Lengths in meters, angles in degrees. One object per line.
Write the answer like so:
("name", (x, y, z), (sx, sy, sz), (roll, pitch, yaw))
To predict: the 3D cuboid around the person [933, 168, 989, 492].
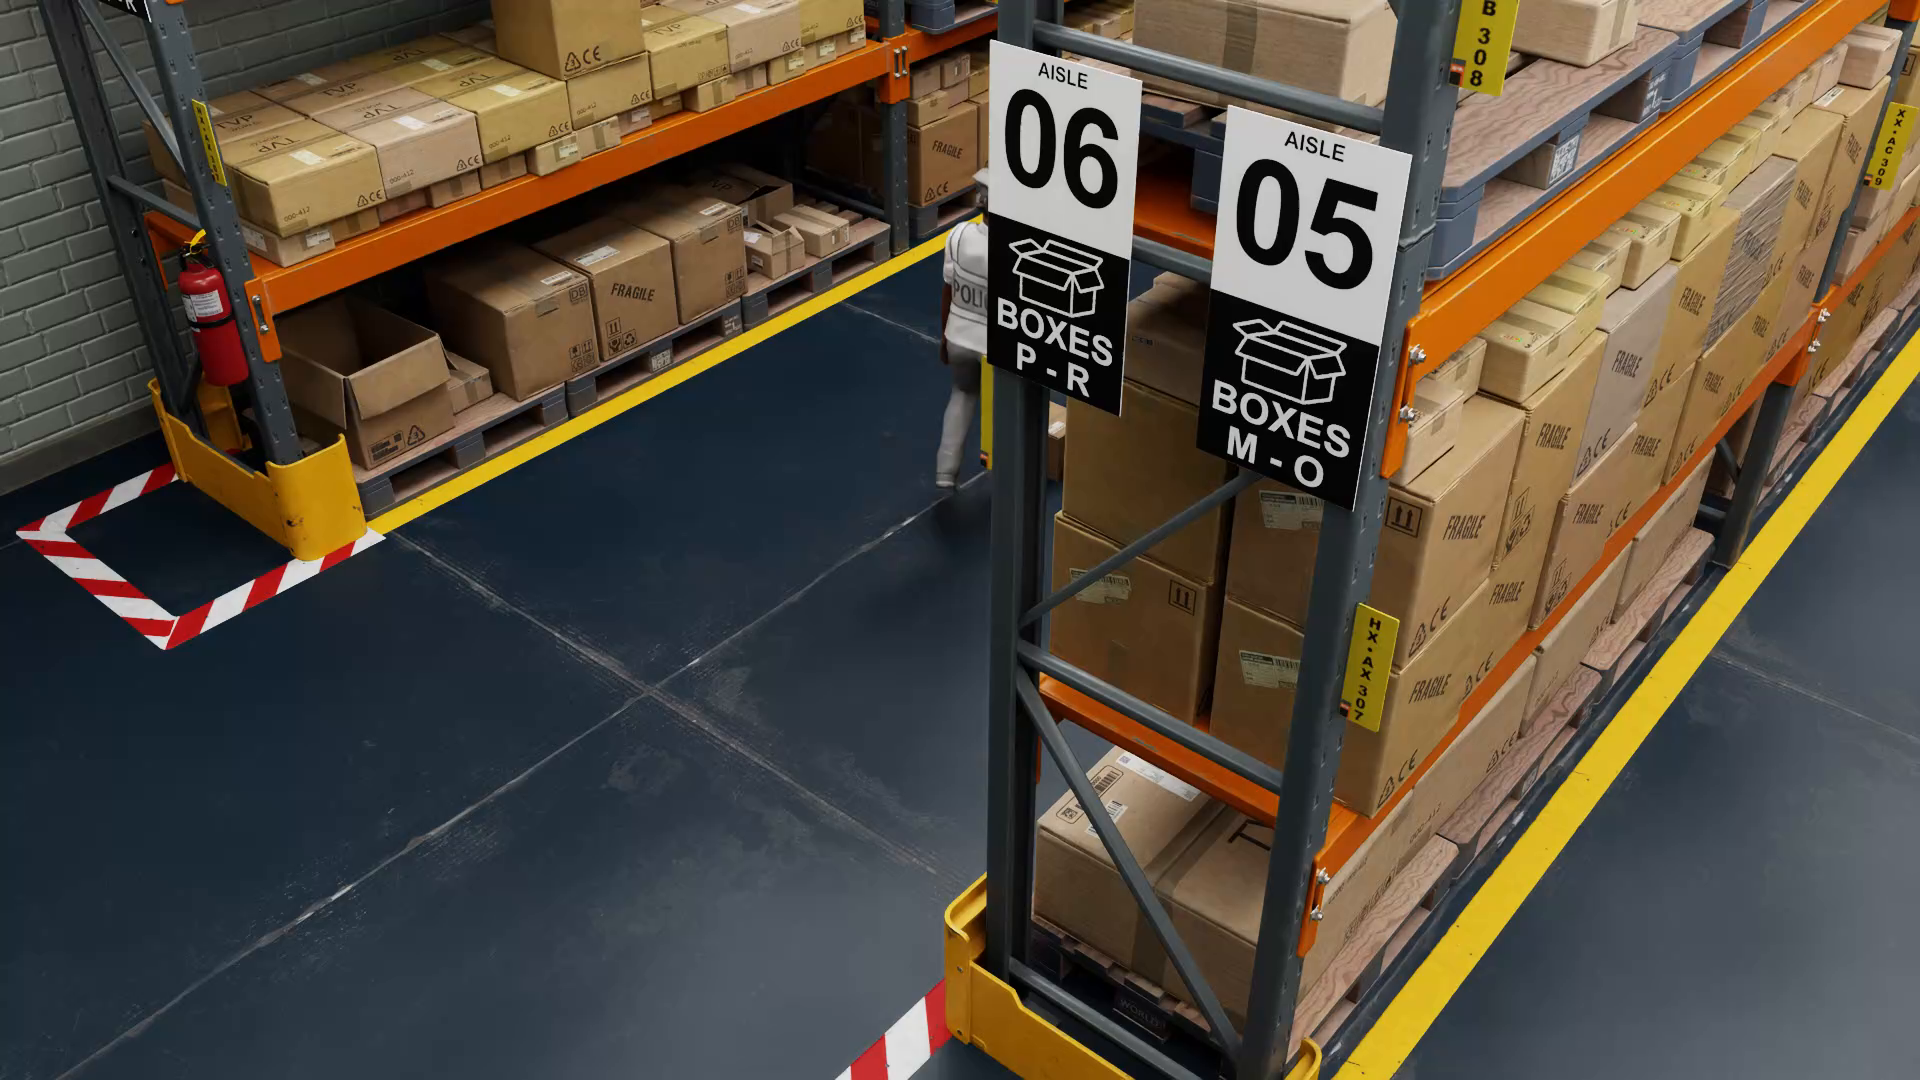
("person", (0.155, -0.879, 7.353), (0.484, 1.645, 0.548), (17, 39, 23))
